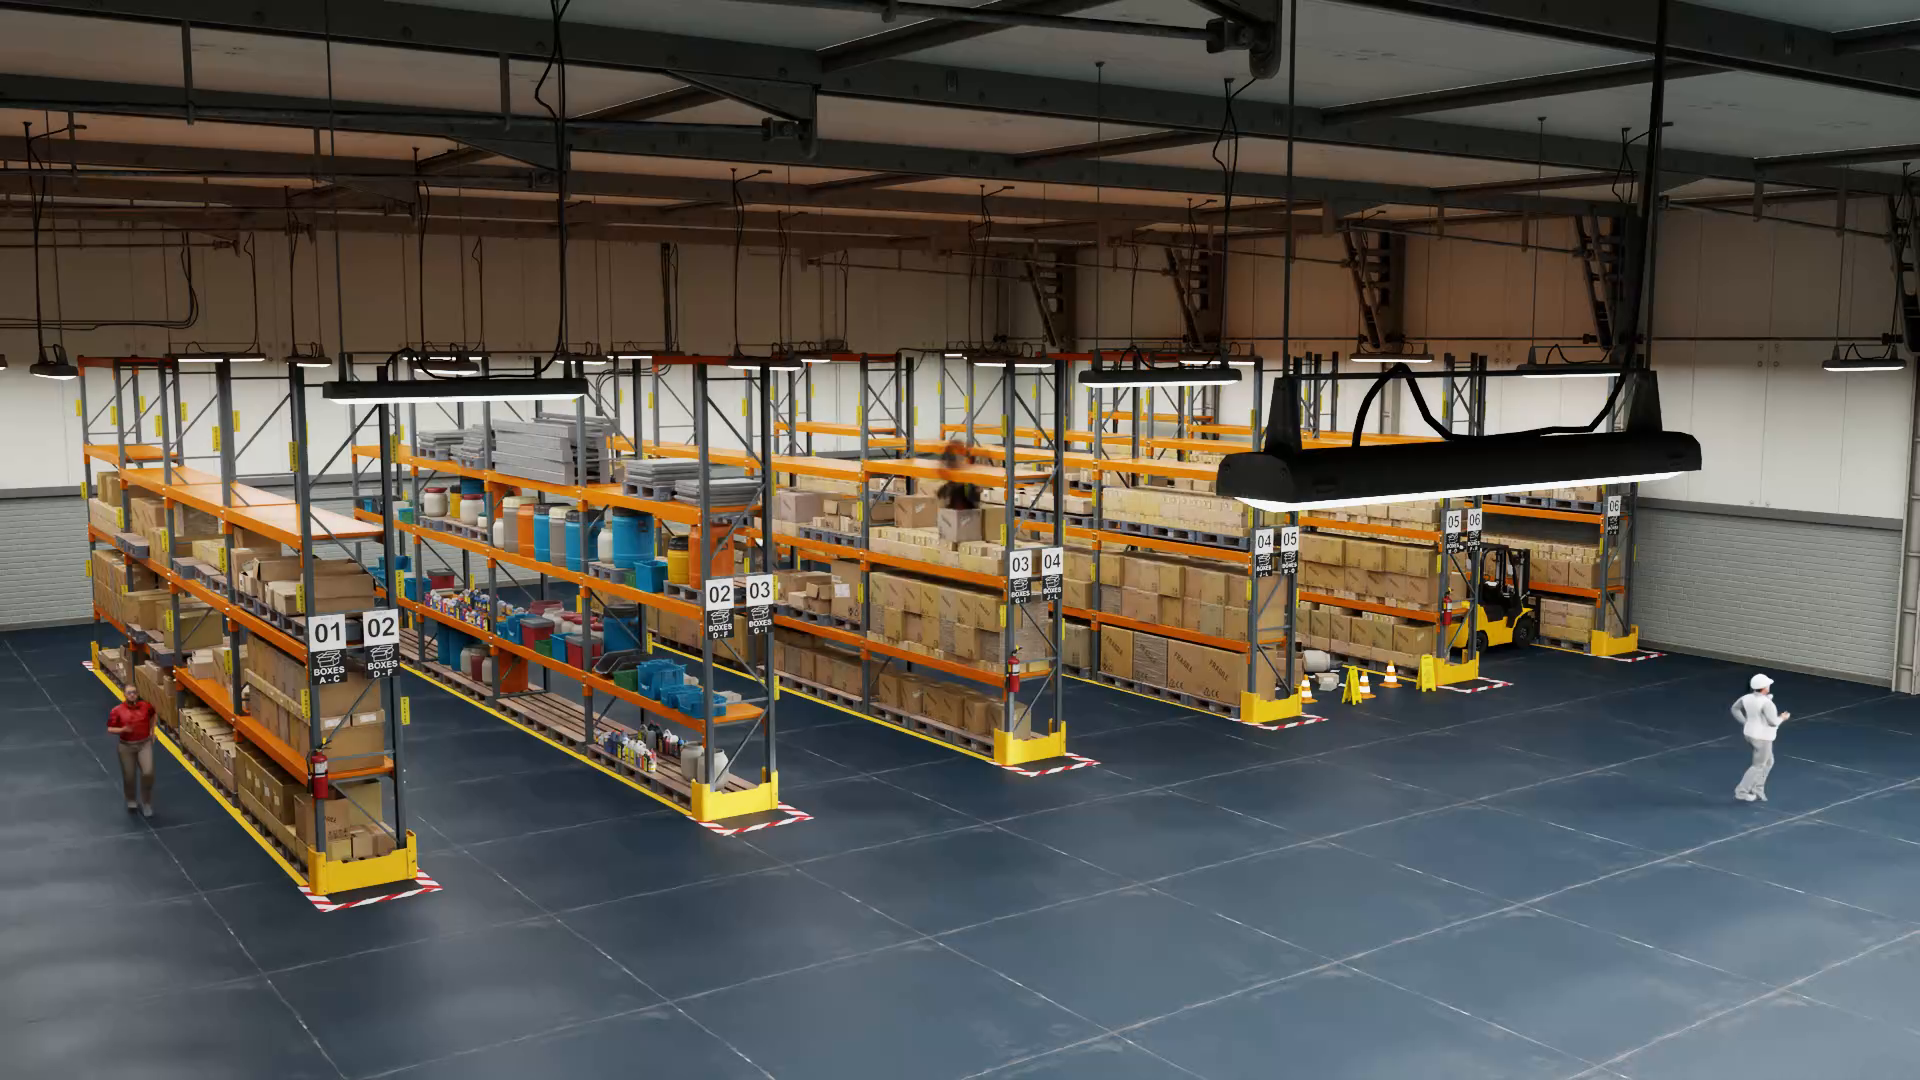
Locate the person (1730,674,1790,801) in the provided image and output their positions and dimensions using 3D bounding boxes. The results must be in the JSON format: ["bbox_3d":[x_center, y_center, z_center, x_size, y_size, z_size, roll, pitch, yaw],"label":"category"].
[{"bbox_3d":[10.907,2.717,22.656,0.711,1.814,0.637,-1,7,-6],"label":"person"}]

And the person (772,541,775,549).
[{"bbox_3d":[-4.755,0.443,41.670,0.887,1.666,0.625,-7,10,-43],"label":"person"}]

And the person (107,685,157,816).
[{"bbox_3d":[-10.979,2.811,22.142,0.640,1.781,0.727,-5,8,-33],"label":"person"}]

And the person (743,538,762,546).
[{"bbox_3d":[-5.273,0.494,41.422,0.740,1.715,0.803,-3,8,-26],"label":"person"}]
